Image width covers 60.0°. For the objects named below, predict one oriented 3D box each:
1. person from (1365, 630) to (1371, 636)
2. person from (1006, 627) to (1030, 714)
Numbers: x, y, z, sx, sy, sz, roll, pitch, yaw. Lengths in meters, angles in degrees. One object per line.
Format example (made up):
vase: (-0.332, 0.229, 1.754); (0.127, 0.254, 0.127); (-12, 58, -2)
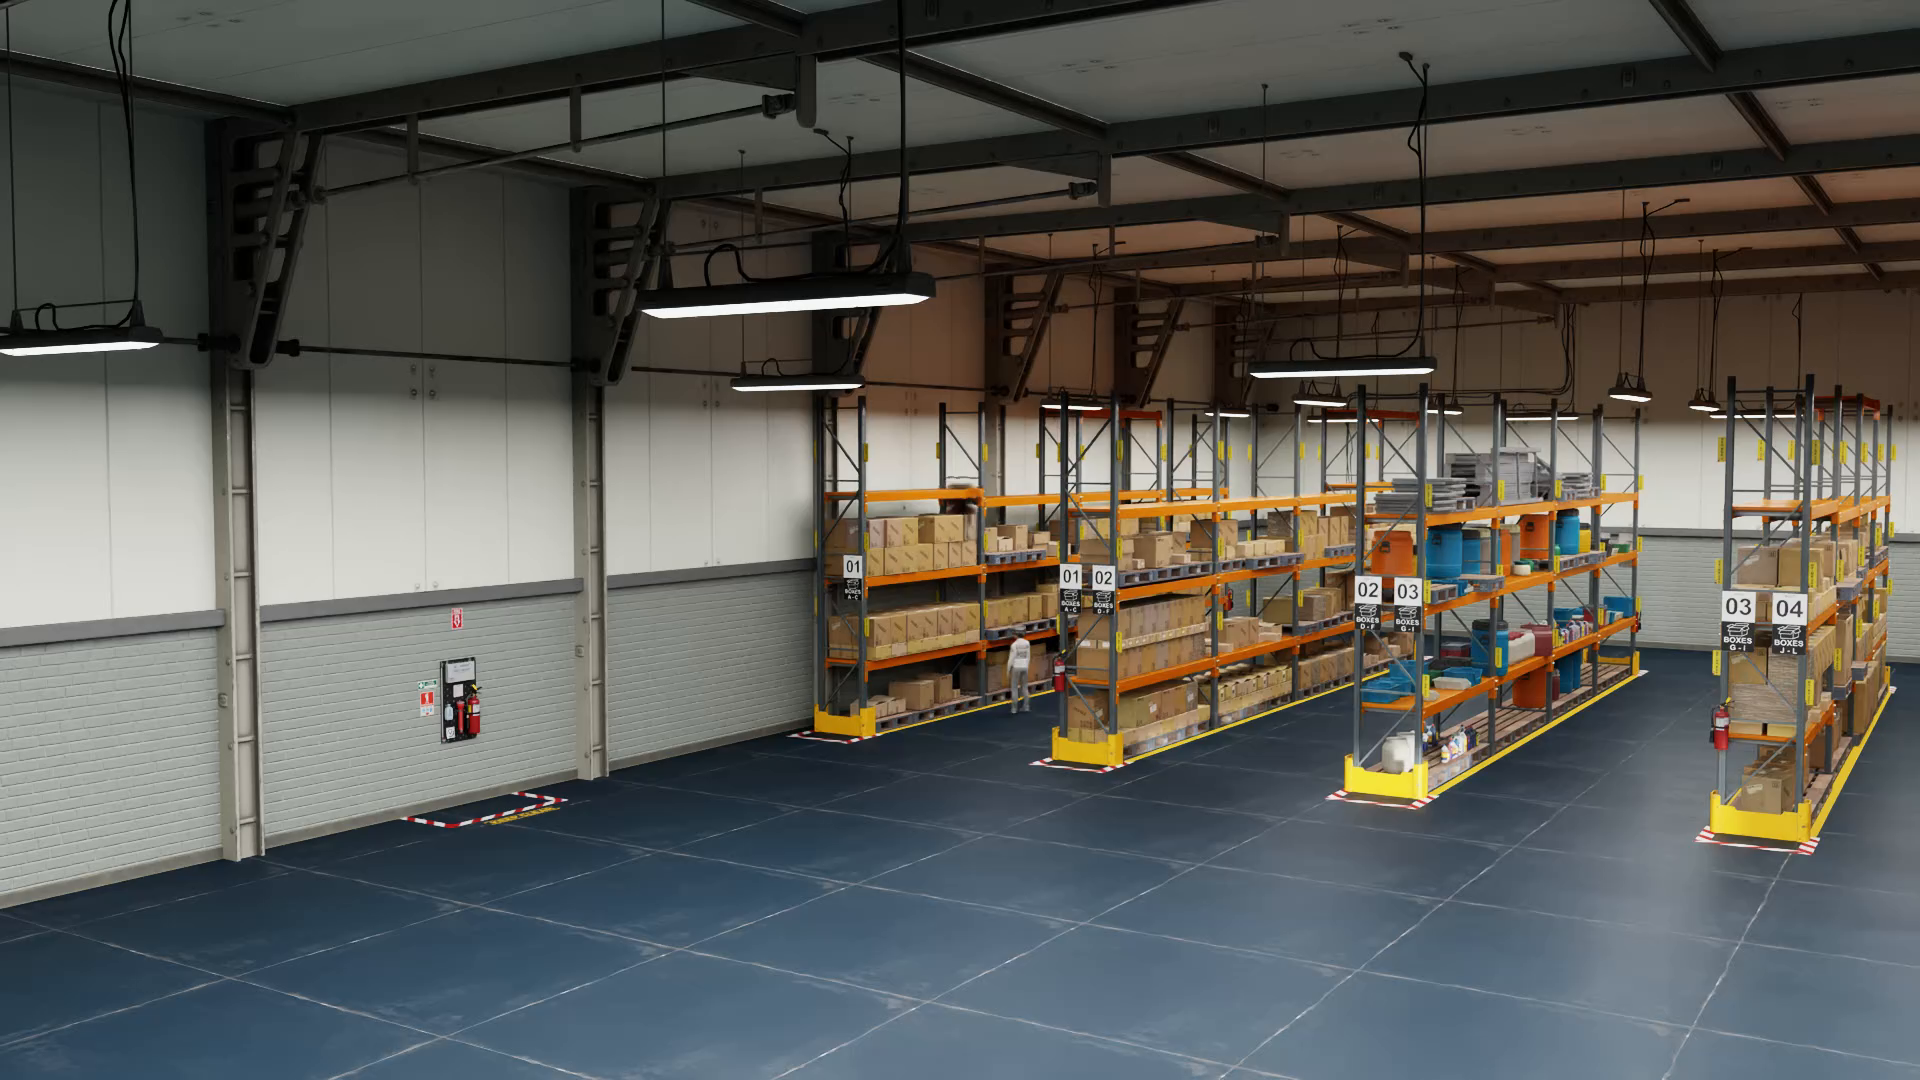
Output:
person: (10.094, 1.916, 41.770); (0.610, 1.795, 0.369); (-2, 3, -31)
person: (1.113, 2.499, 32.005); (0.540, 1.676, 0.381); (-3, 4, -42)
